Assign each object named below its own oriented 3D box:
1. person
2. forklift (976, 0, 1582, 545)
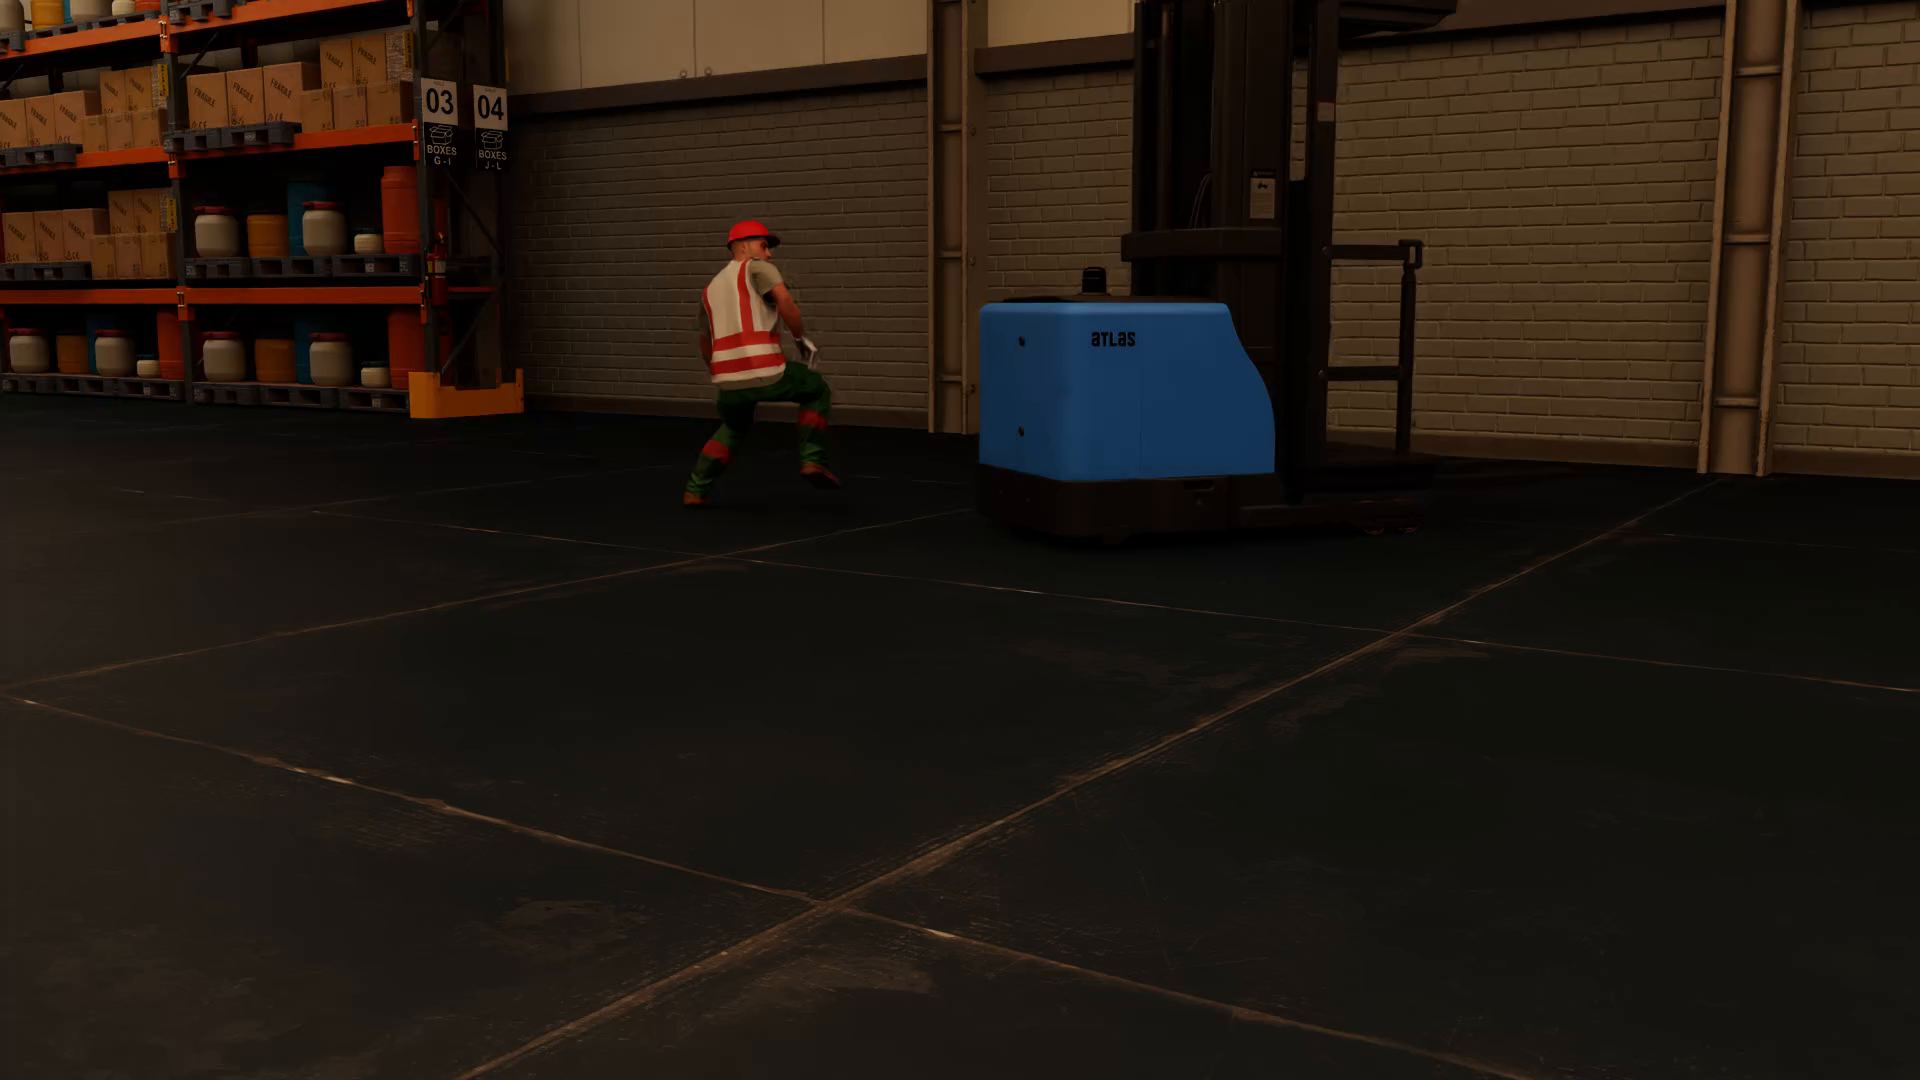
[{"bbox_3d":[-1.069,-0.901,8.732,0.833,1.539,0.678,4,9,26],"label":"person"},{"bbox_3d":[1.644,-1.538,8.007,3.031,2.935,1.130,-3,9,-23],"label":"forklift"}]
